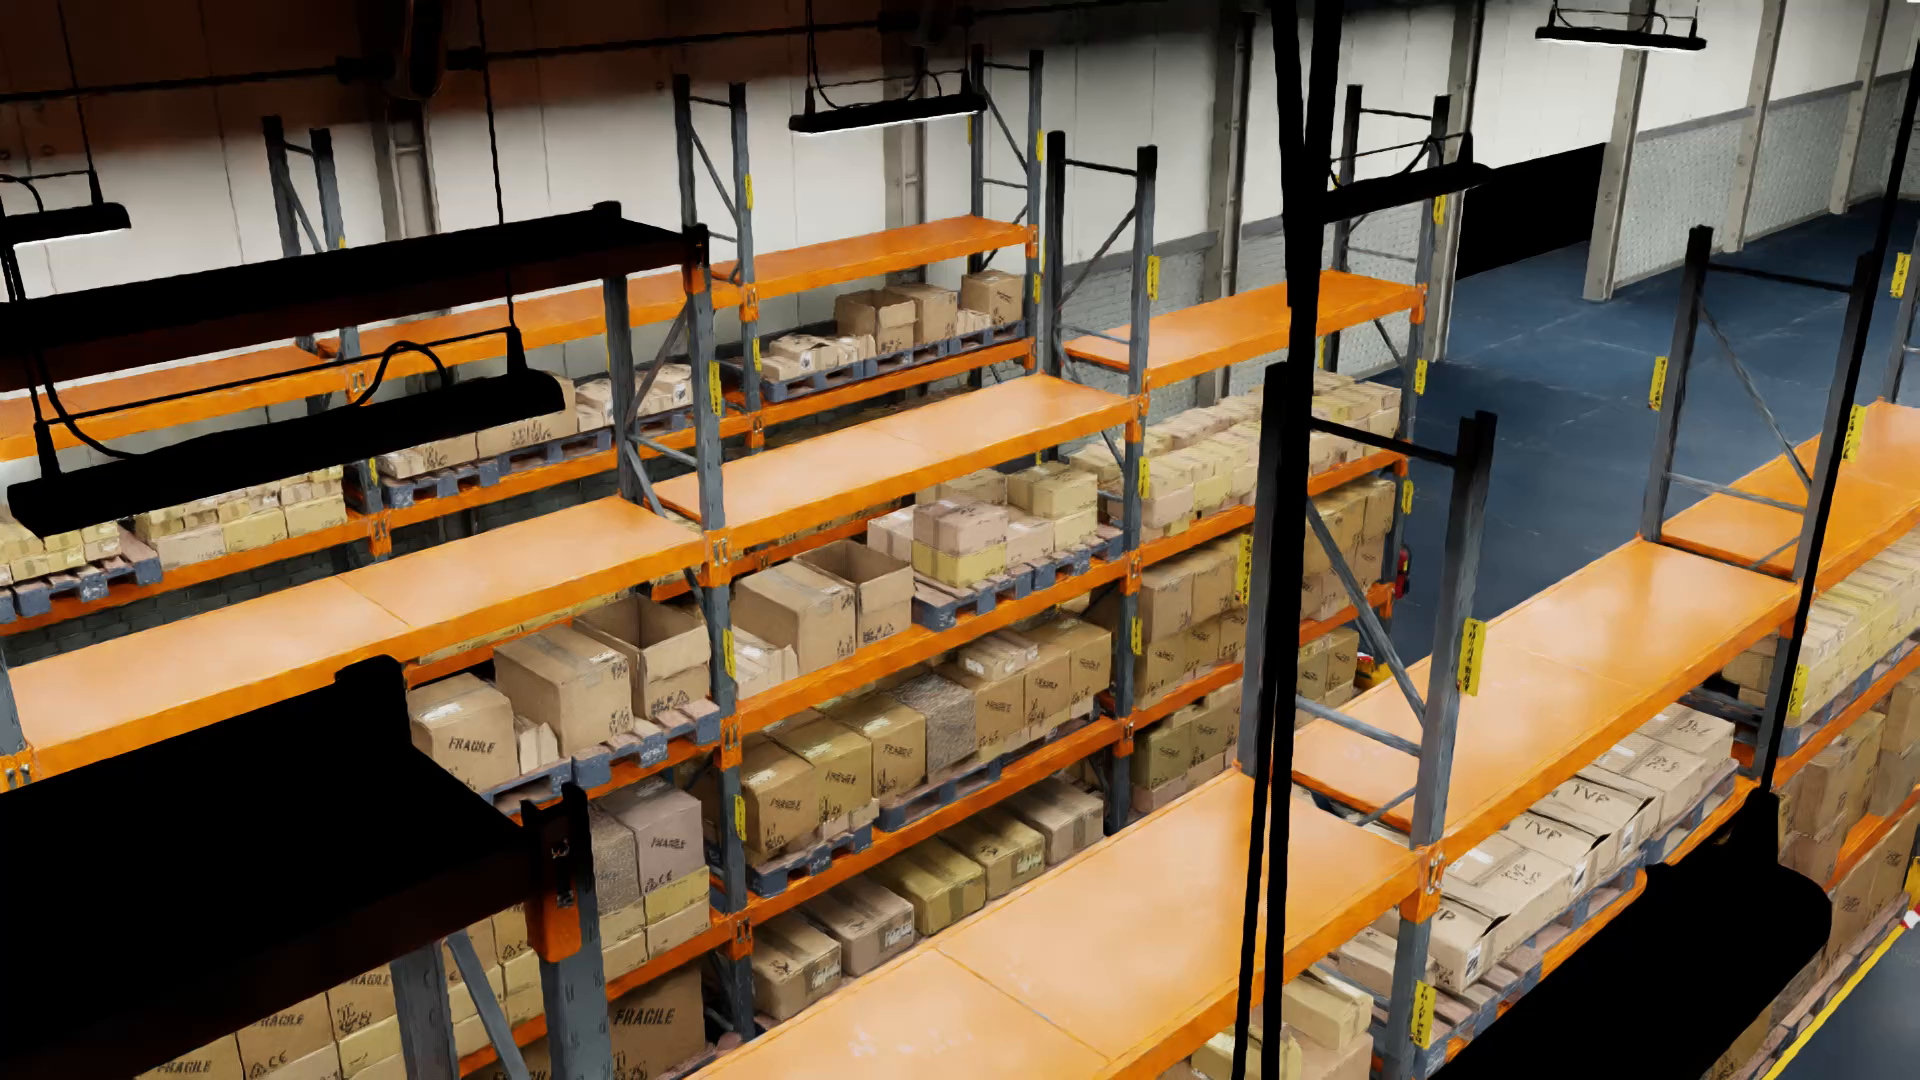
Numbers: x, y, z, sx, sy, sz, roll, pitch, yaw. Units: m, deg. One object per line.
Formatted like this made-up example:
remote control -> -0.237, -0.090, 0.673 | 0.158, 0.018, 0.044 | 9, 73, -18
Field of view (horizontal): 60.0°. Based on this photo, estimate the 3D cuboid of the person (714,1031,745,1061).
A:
person -> -1.307, 3.628, 9.785 | 0.651, 1.719, 0.593 | -8, 24, -18
